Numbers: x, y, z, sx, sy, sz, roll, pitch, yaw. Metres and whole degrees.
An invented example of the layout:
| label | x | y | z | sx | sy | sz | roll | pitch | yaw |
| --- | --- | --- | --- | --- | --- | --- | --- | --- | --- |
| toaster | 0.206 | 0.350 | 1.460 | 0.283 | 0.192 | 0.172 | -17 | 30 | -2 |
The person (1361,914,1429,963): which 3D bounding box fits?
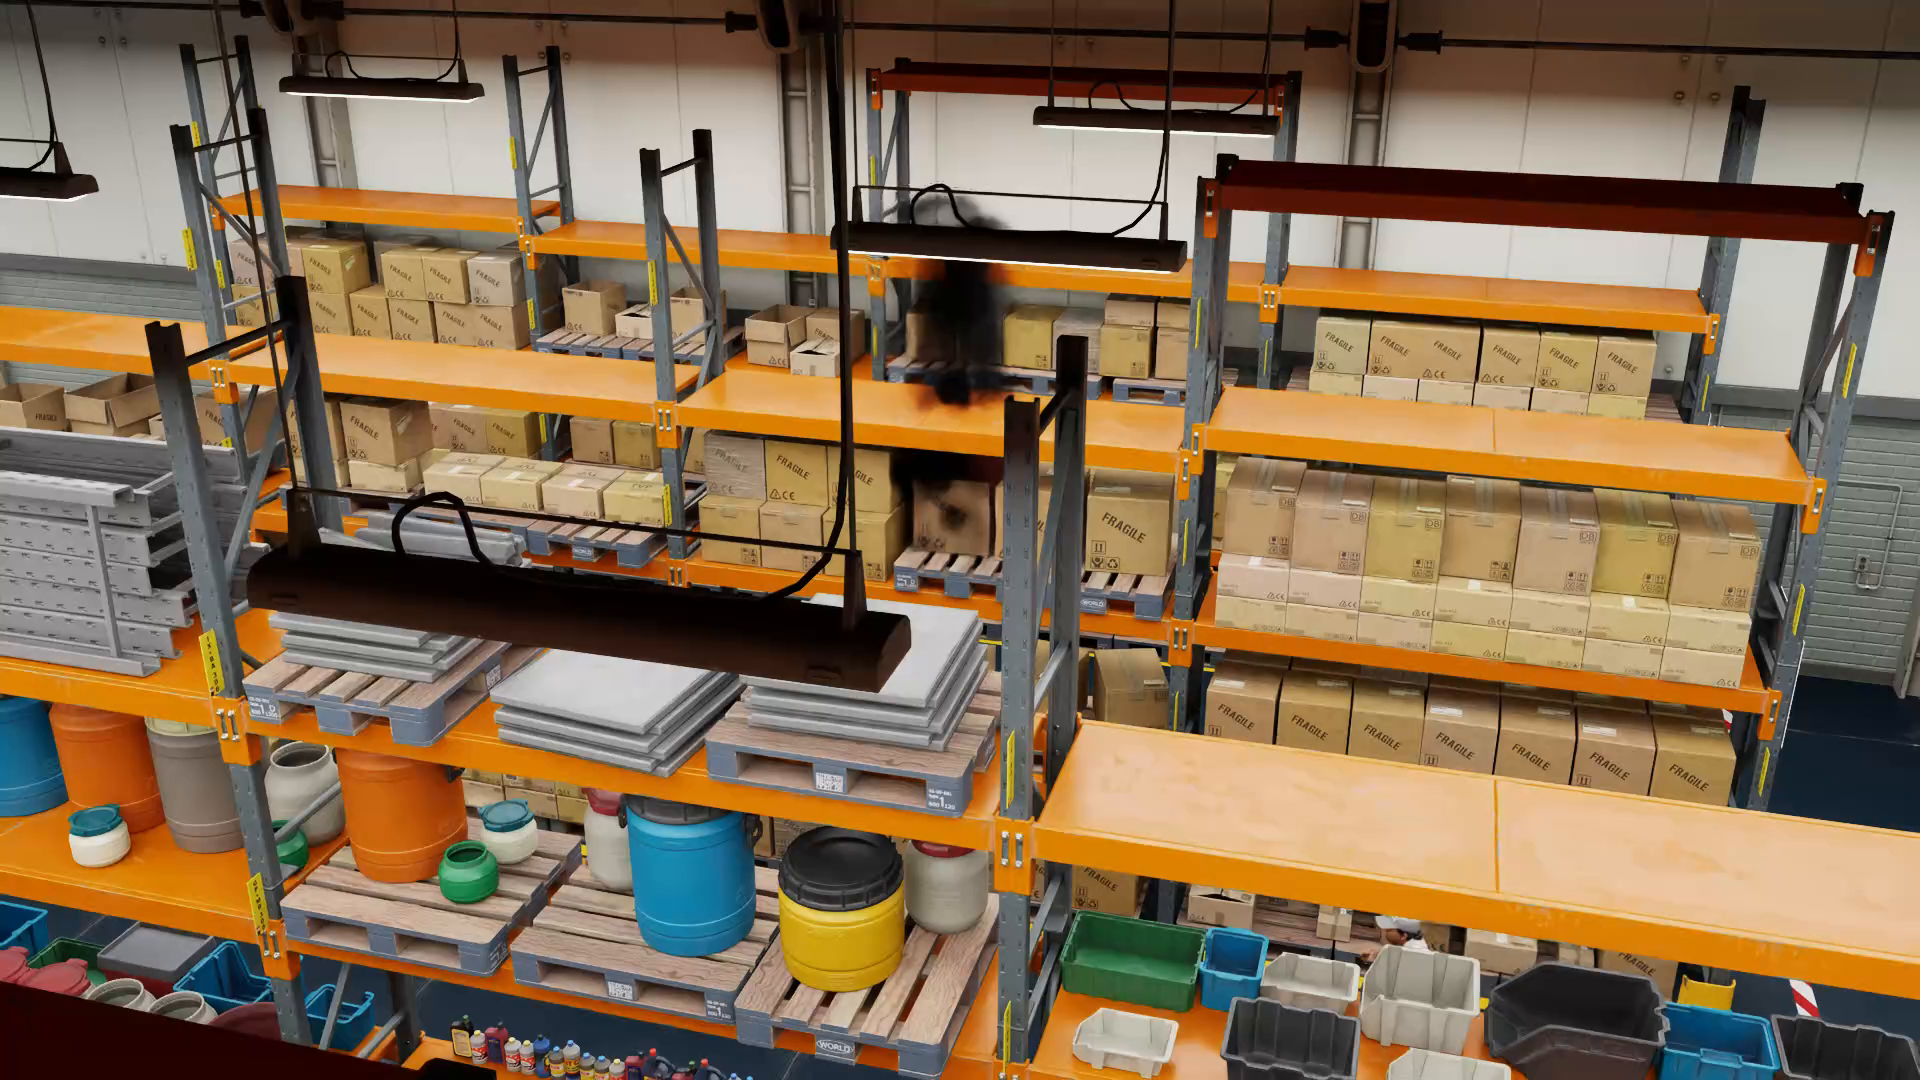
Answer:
| label | x | y | z | sx | sy | sz | roll | pitch | yaw |
| --- | --- | --- | --- | --- | --- | --- | --- | --- | --- |
| person | 3.088 | 3.173 | 11.032 | 0.909 | 1.663 | 0.597 | 6 | 23 | 14 |
